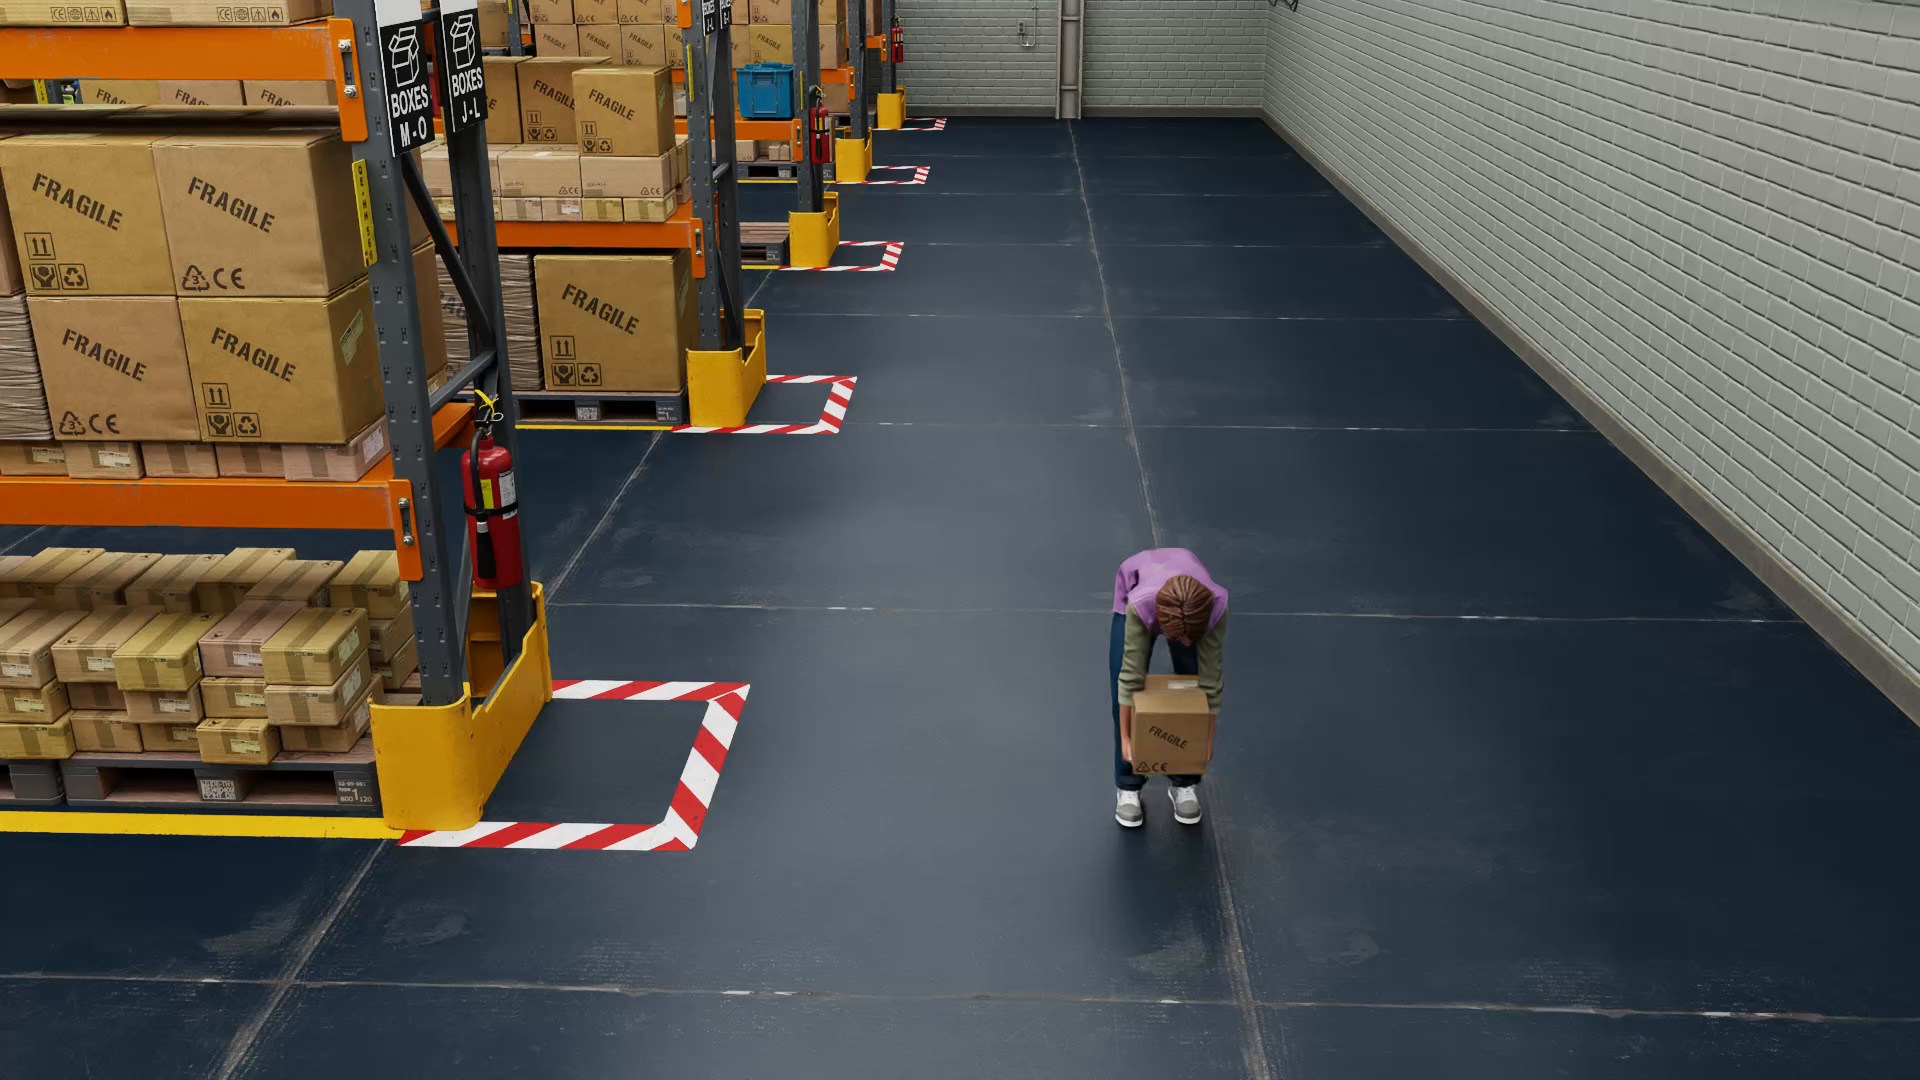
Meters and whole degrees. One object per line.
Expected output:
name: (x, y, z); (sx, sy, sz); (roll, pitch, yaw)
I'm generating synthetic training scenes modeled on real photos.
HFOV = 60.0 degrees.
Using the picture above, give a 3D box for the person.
person: (0.727, 0.557, 5.829); (0.382, 1.114, 0.848); (0, 21, 0)
